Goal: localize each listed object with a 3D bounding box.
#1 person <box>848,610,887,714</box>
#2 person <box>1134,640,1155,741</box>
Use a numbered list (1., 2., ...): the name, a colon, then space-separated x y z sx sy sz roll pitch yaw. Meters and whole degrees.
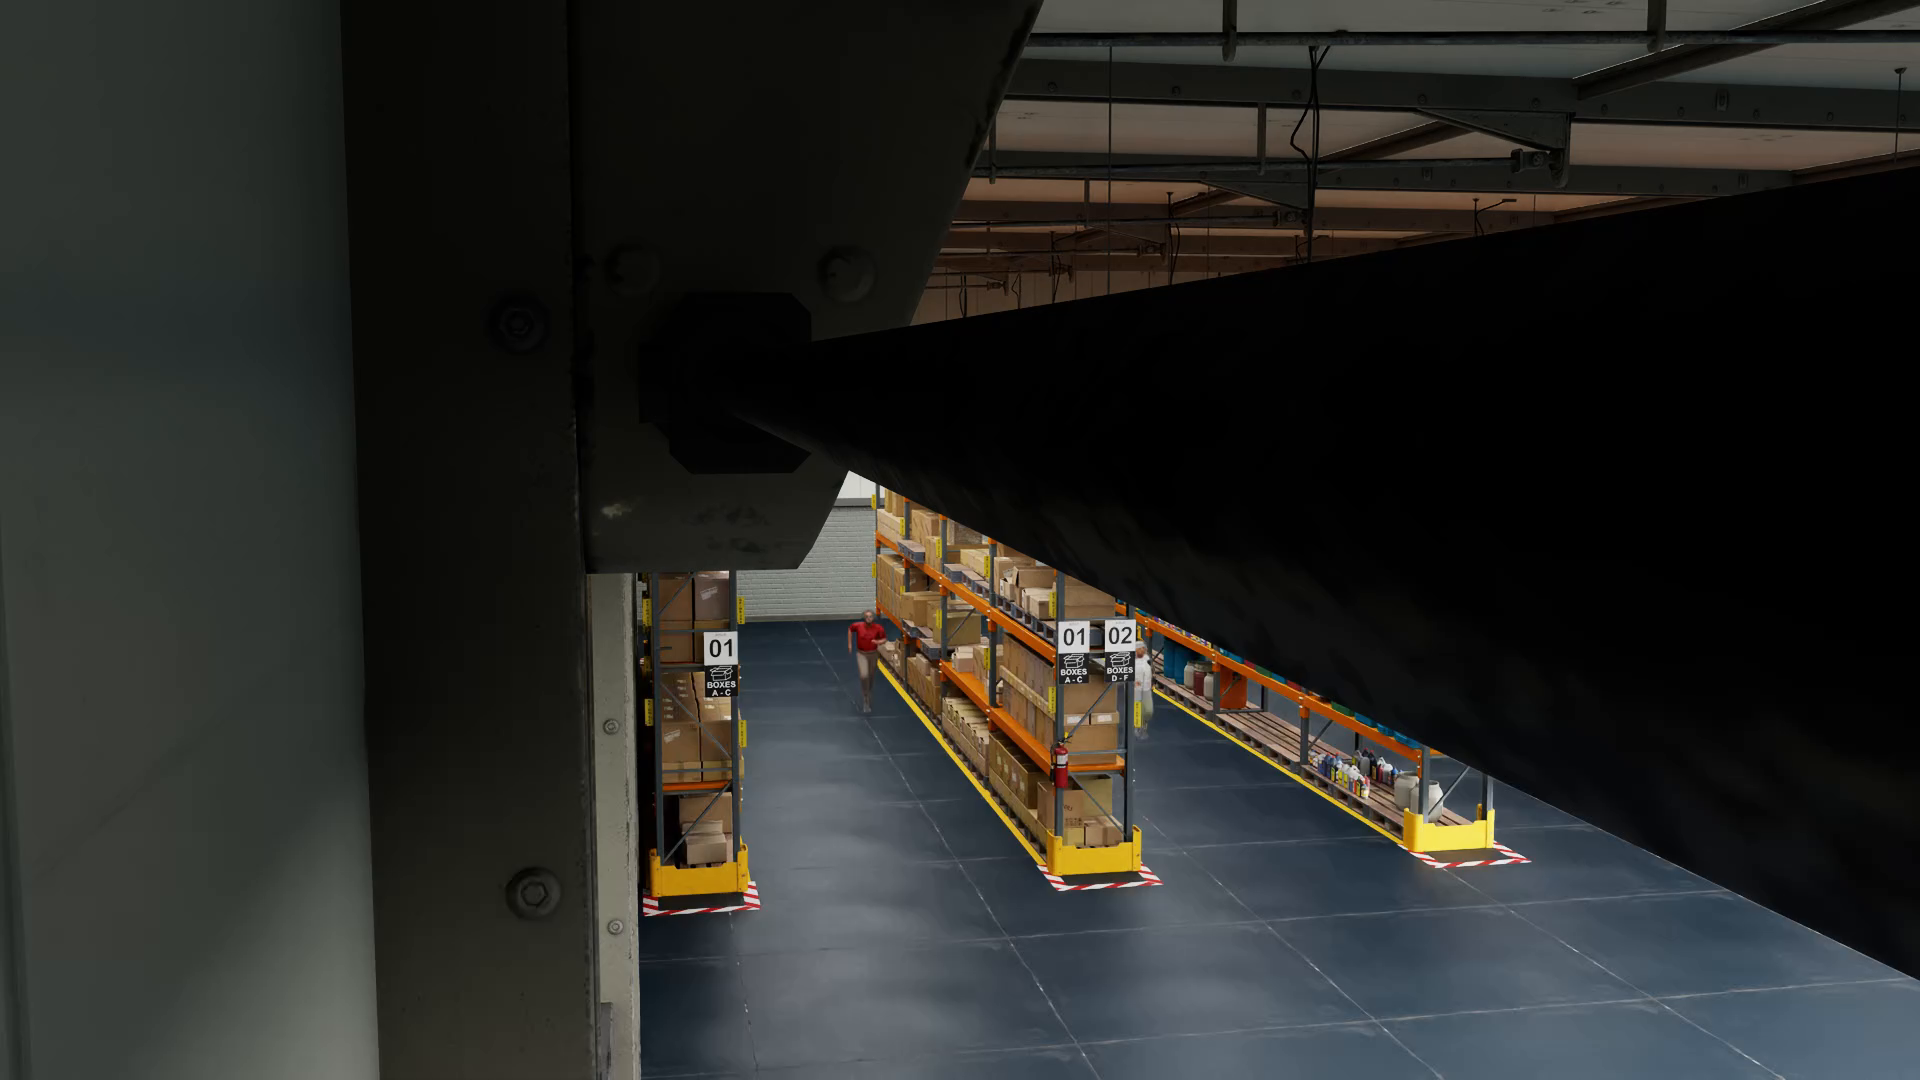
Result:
1. person: -1.674 2.183 30.140 0.686 1.854 0.826 -1 6 -7
2. person: 2.953 2.492 27.311 0.604 1.697 0.581 -2 6 -17
